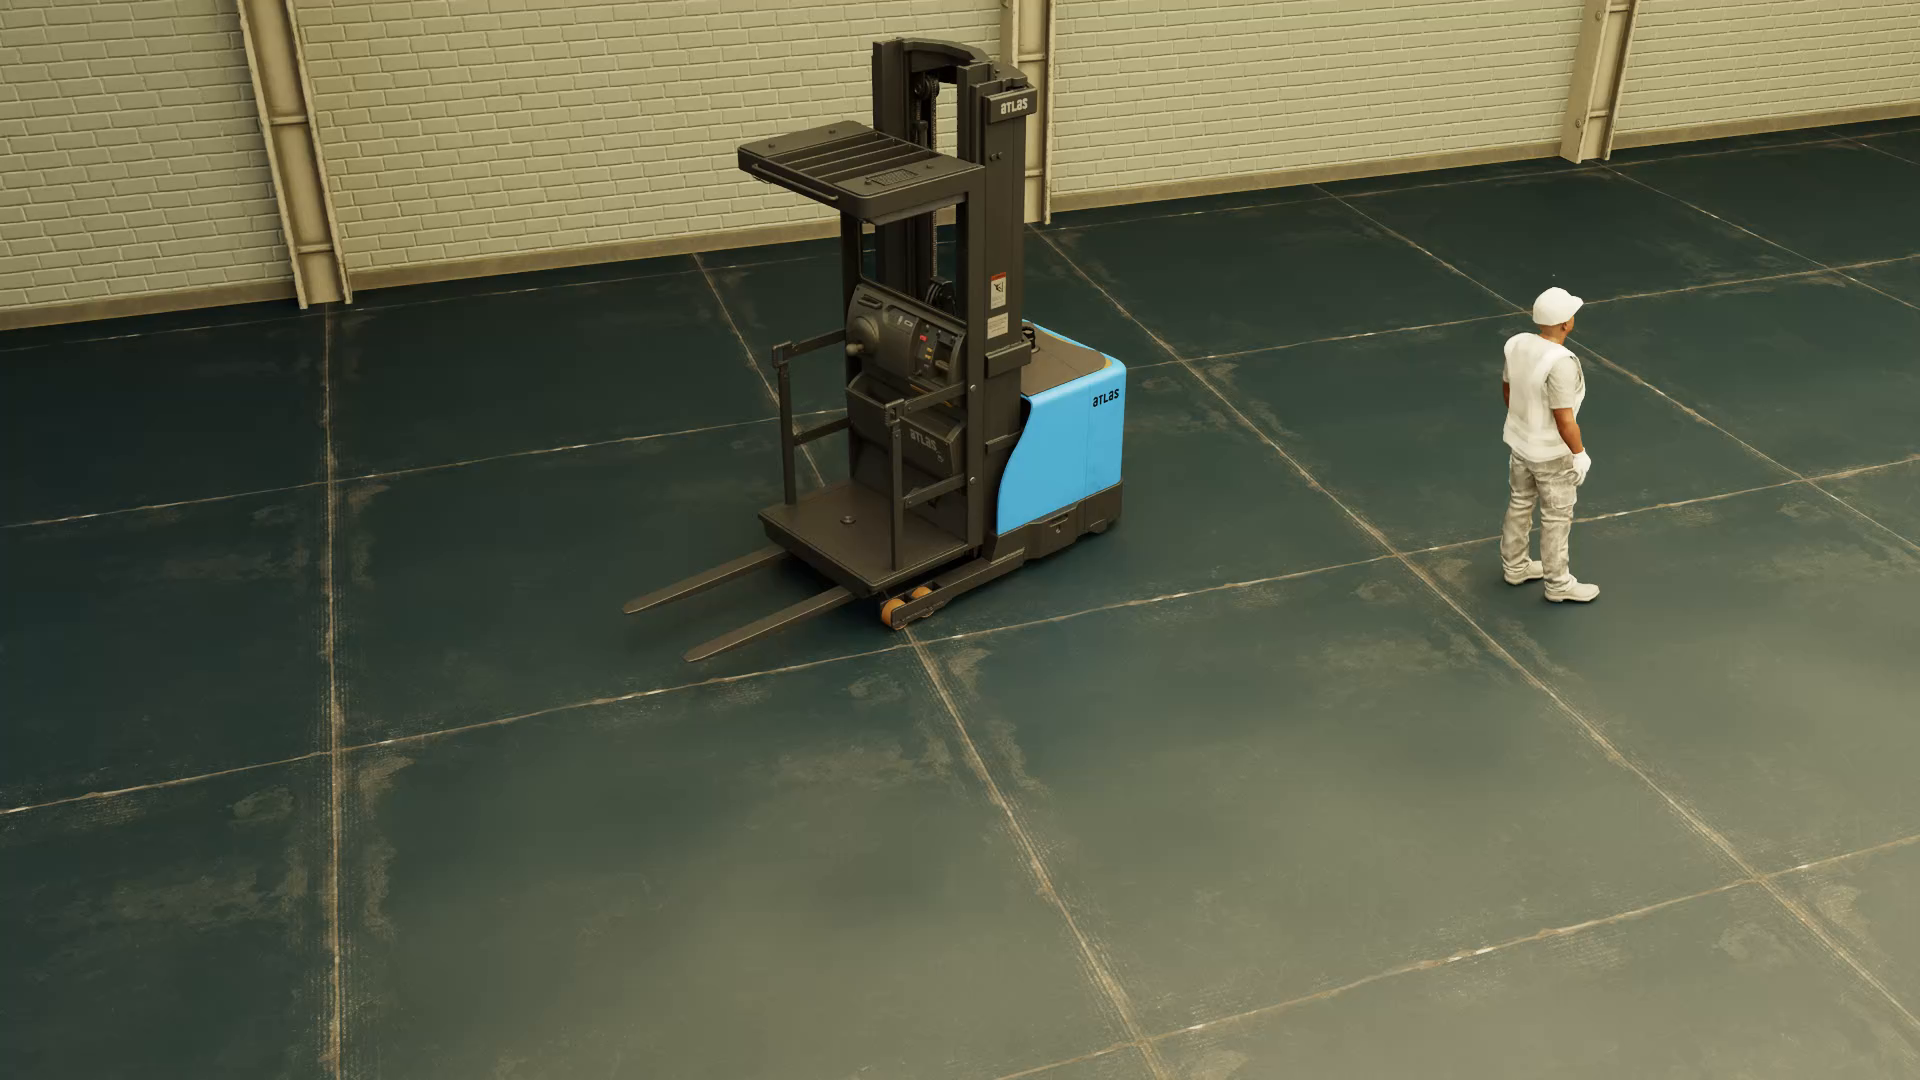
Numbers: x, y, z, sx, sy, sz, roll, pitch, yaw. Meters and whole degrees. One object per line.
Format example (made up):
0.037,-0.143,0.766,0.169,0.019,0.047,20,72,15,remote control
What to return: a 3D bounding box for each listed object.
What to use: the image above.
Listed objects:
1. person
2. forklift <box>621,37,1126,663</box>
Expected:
3.275,-0.543,9.167,0.577,1.782,0.656,-8,31,-14,person
-0.461,-1.072,8.951,3.031,2.935,1.130,-23,37,-34,forklift
